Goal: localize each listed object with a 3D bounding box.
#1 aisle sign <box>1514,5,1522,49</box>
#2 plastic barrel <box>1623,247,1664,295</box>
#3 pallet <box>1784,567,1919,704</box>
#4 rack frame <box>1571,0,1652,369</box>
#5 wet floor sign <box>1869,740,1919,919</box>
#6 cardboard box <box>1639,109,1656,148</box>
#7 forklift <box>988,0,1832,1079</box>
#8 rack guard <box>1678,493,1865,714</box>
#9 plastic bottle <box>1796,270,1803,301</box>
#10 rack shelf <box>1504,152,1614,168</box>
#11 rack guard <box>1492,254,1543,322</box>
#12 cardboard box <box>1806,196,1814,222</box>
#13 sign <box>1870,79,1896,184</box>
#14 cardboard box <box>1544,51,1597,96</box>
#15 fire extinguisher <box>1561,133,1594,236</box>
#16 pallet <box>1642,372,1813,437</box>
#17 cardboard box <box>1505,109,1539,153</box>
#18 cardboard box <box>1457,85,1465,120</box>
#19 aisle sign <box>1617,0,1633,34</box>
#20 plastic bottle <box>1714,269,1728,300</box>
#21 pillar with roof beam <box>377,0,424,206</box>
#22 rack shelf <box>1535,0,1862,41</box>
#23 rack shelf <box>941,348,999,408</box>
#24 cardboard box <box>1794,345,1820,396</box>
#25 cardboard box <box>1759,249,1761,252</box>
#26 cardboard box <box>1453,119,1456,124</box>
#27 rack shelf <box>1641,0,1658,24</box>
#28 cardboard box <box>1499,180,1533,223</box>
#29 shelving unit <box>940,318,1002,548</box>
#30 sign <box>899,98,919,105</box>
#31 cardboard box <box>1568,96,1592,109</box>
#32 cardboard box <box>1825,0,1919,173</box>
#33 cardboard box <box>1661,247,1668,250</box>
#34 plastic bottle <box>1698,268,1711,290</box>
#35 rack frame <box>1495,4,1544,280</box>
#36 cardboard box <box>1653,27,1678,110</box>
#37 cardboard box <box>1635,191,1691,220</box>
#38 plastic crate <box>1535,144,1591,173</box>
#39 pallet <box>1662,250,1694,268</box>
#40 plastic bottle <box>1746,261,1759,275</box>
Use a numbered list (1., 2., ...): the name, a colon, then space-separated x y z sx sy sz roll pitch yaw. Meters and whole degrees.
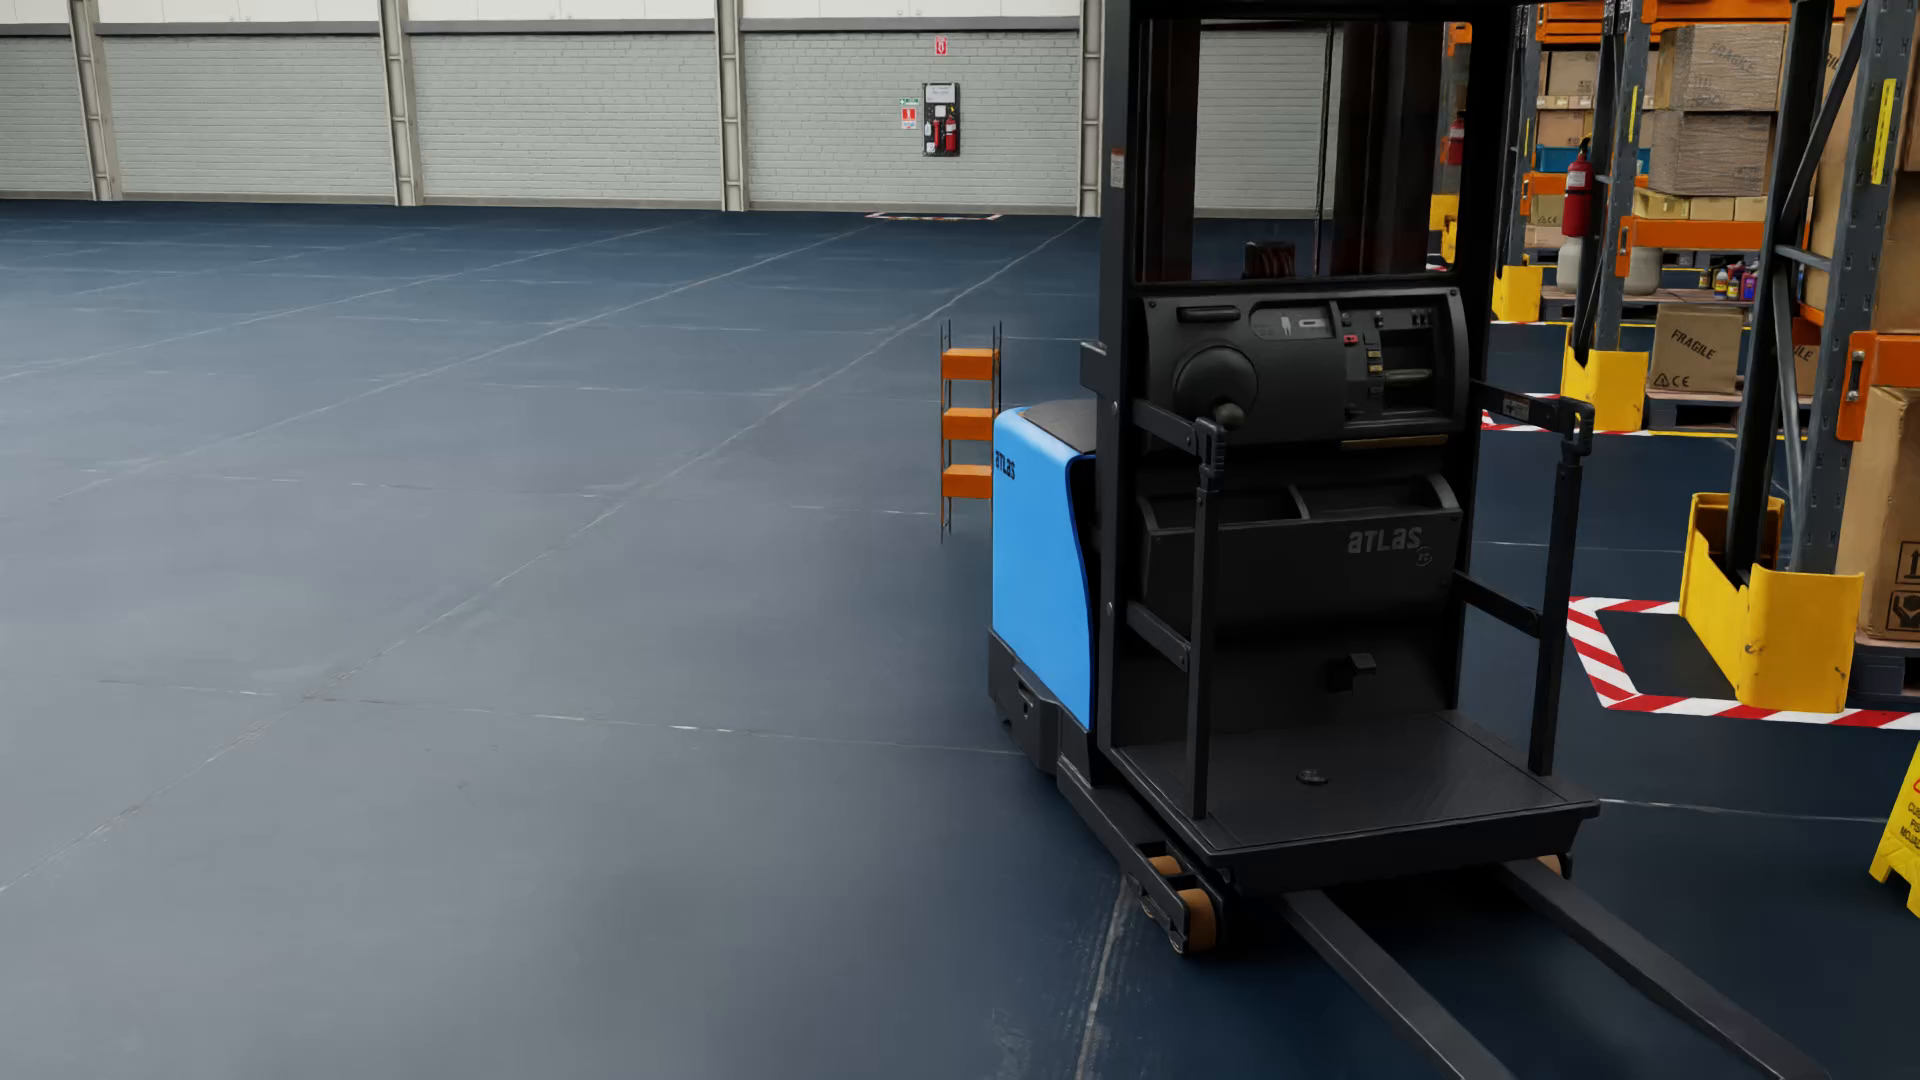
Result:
1. aisle sign: 5.133 -4.919 15.261 0.004 0.787 0.394 3 16 11
2. plastic barrel: 6.296 -2.546 15.439 0.421 0.512 0.421 0 15 0
3. pallet: 3.869 0.369 6.264 1.213 0.211 1.003 3 16 11
4. rack frame: 4.157 -2.289 10.636 0.127 3.000 1.000 3 16 11
5. wet floor sign: 2.647 0.654 4.421 0.232 0.644 0.267 0 15 1
6. cardboard box: 8.108 -4.819 19.581 0.500 0.500 0.700 4 16 13
7. forklift: 0.989 -0.480 4.234 1.130 2.935 3.031 -4 16 -15
8. rack guard: 3.046 0.207 6.310 0.348 0.500 1.175 3 16 11
9. plastic bottle: 7.491 -2.269 14.853 0.097 0.271 0.097 0 15 0
10. rack shelf: 8.095 -4.427 19.703 4.000 0.370 1.077 3 16 11
11. rack guard: 5.228 -2.388 15.677 0.348 0.500 1.175 3 16 11
12. cardboard box: 5.121 -2.047 10.233 0.250 0.149 0.380 3 16 11
13. sign: 2.953 -1.307 5.322 0.005 0.325 0.100 3 16 11
14. cardboard box: 7.158 -5.496 19.596 0.500 0.500 0.700 3 16 10
15. fire extinguisher: 4.137 -2.378 11.104 0.183 0.674 0.296 3 16 11
16. pallet: 5.021 -0.889 10.804 1.213 0.211 1.003 3 16 11
17. cardboard box: 6.590 -4.900 19.876 0.500 0.500 0.700 3 16 11
18. cardboard box: 7.526 -6.371 24.211 0.500 0.500 0.500 3 16 11
19. aisle sign: 4.037 -3.467 10.018 0.004 0.787 0.394 3 16 11
20. plastic bottle: 6.859 -2.304 14.977 0.097 0.271 0.097 0 15 0
21. pillar with roof beam: -10.520 -9.088 23.942 0.400 9.000 9.100 3 16 11
22. rack shelf: 7.104 -4.577 14.625 4.000 0.370 1.077 3 16 11
23. rack shelf: 0.052 -0.766 7.769 0.240 0.259 0.215 3 16 11
24. cardboard box: 5.358 -1.226 10.696 0.500 0.500 0.500 8 17 26
25. cardboard box: 9.557 -3.512 19.416 0.500 0.250 0.500 3 16 11
26. cardboard box: 7.615 -6.139 24.780 0.500 0.250 0.500 3 16 12
27. rack shelf: 6.117 -3.281 9.948 4.000 0.370 1.077 3 16 11
28. cardboard box: 6.720 -4.168 20.380 0.500 0.500 0.500 3 16 11
29. shelving unit: 0.052 -0.503 7.842 0.252 1.050 0.215 3 16 11
30. sign: -0.835 -7.152 27.134 0.331 0.109 0.001 3 16 11
31. cardboard box: 7.227 -5.123 19.464 0.250 0.149 0.380 3 16 10
32. cardboard box: 3.426 -1.560 5.699 0.550 0.550 0.875 3 16 11
33. cardboard box: 8.086 -3.590 19.699 0.500 0.250 0.500 3 16 11
34. plastic bottle: 7.031 -2.465 15.690 0.097 0.201 0.097 0 15 0
35. rack frame: 5.144 -3.585 15.314 0.127 3.000 1.000 3 16 11
36. cardboard box: 4.746 -2.998 10.577 0.500 0.500 0.500 3 16 11
37. cardboard box: 4.389 -2.090 10.390 0.250 0.149 0.380 3 16 11
38. plastic crate: 5.694 -3.565 15.520 0.616 0.251 0.499 3 16 11
39. pallet: 8.085 -3.441 20.019 1.213 0.211 1.003 3 16 11
40. plastic bottle: 7.409 -2.473 15.579 0.135 0.276 0.152 3 16 10
